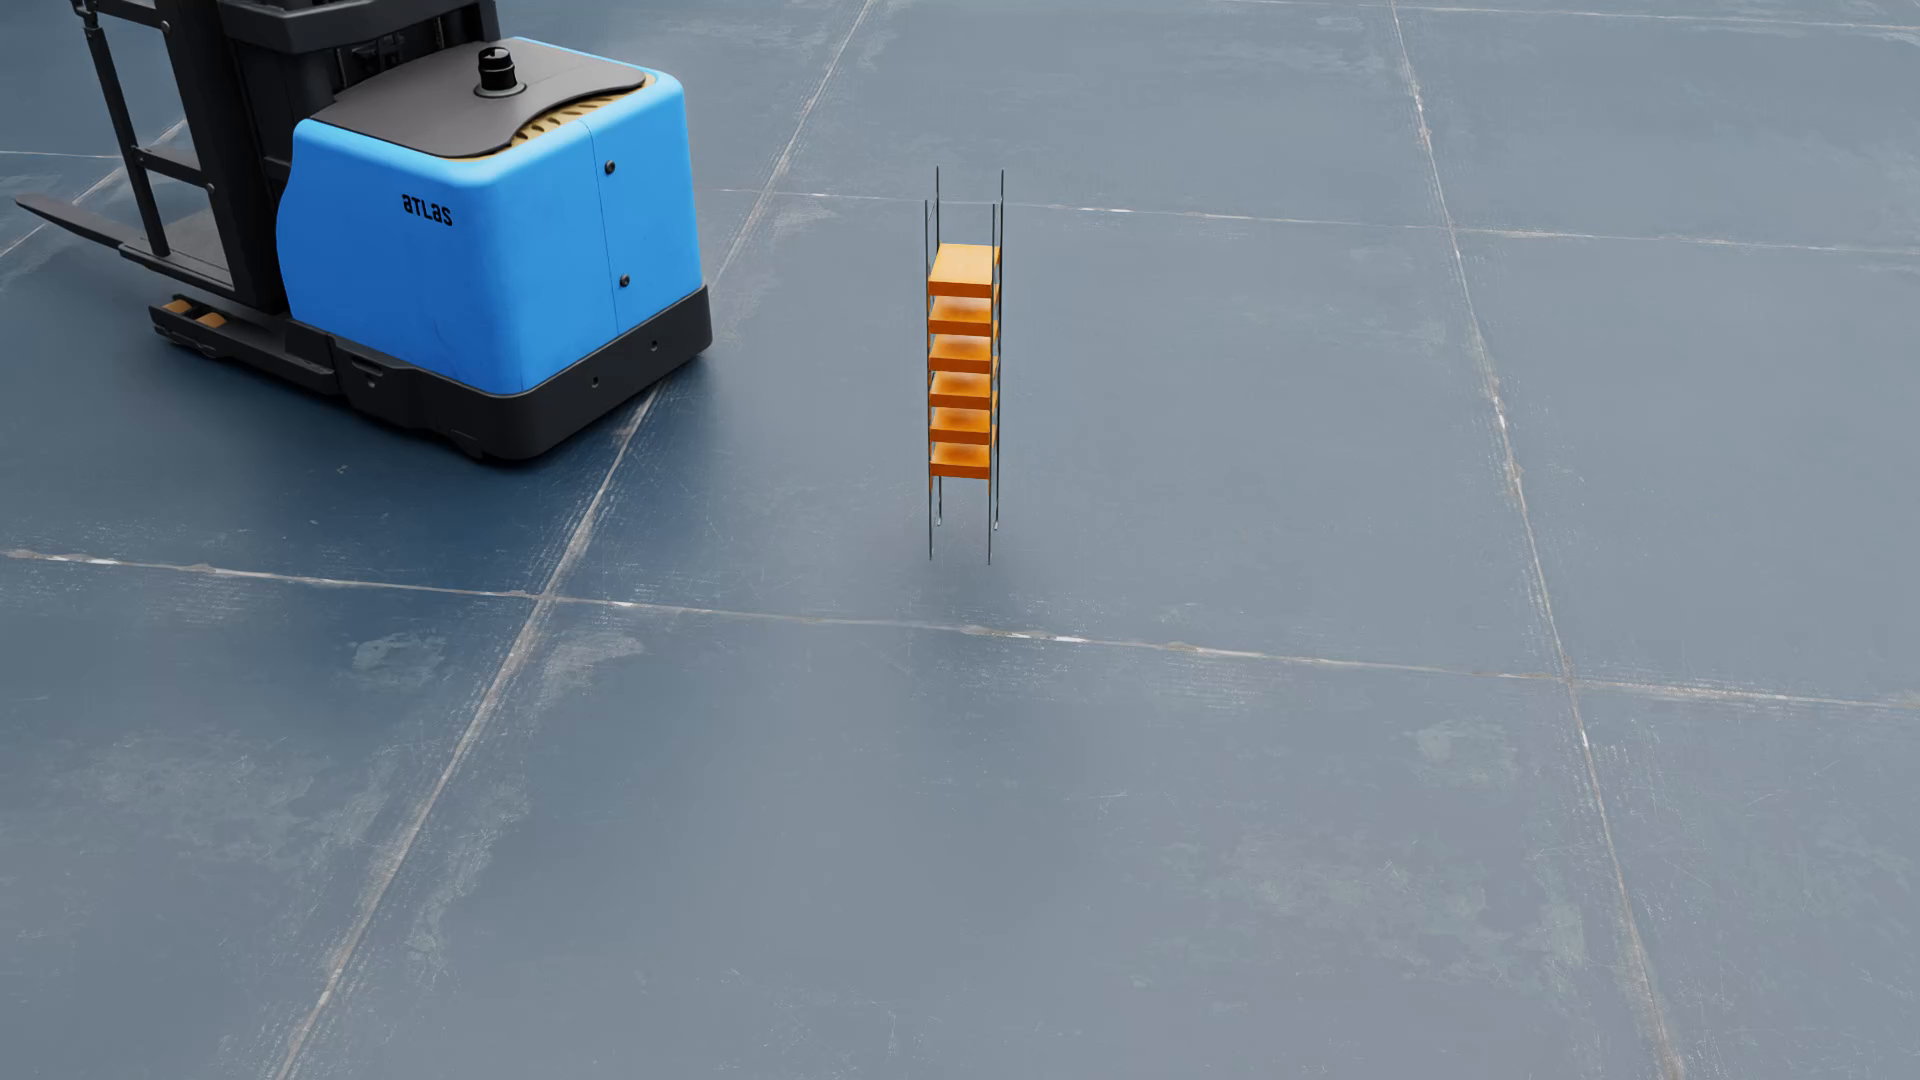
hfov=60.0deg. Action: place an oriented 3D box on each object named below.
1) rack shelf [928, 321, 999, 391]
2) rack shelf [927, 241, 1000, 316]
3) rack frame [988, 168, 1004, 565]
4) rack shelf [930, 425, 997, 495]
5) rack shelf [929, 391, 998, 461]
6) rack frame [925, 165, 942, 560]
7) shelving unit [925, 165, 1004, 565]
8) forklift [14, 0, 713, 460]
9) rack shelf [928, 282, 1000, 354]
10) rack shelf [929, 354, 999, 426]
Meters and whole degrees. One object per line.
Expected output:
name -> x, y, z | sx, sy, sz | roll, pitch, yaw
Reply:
rack shelf -> 0.014, -0.549, 4.856 | 0.180, 0.103, 0.258 | 4, 36, 6
rack shelf -> 0.014, -0.744, 4.717 | 0.180, 0.103, 0.258 | 4, 36, 6
rack frame -> 0.105, -0.481, 4.890 | 0.006, 1.200, 0.240 | 4, 36, 6
rack shelf -> 0.014, -0.256, 5.065 | 0.180, 0.103, 0.258 | 4, 36, 6
rack shelf -> 0.014, -0.353, 4.995 | 0.180, 0.103, 0.258 | 4, 36, 6
rack frame -> -0.076, -0.494, 4.909 | 0.006, 1.200, 0.240 | 4, 36, 6
shelving unit -> 0.014, -0.487, 4.900 | 0.189, 1.200, 0.258 | 4, 36, 6
forklift -> -2.435, -2.105, 5.677 | 3.031, 2.935, 1.130 | 20, 40, 26
rack shelf -> 0.014, -0.646, 4.786 | 0.180, 0.103, 0.258 | 4, 36, 6
rack shelf -> 0.014, -0.451, 4.926 | 0.180, 0.103, 0.258 | 4, 36, 6
